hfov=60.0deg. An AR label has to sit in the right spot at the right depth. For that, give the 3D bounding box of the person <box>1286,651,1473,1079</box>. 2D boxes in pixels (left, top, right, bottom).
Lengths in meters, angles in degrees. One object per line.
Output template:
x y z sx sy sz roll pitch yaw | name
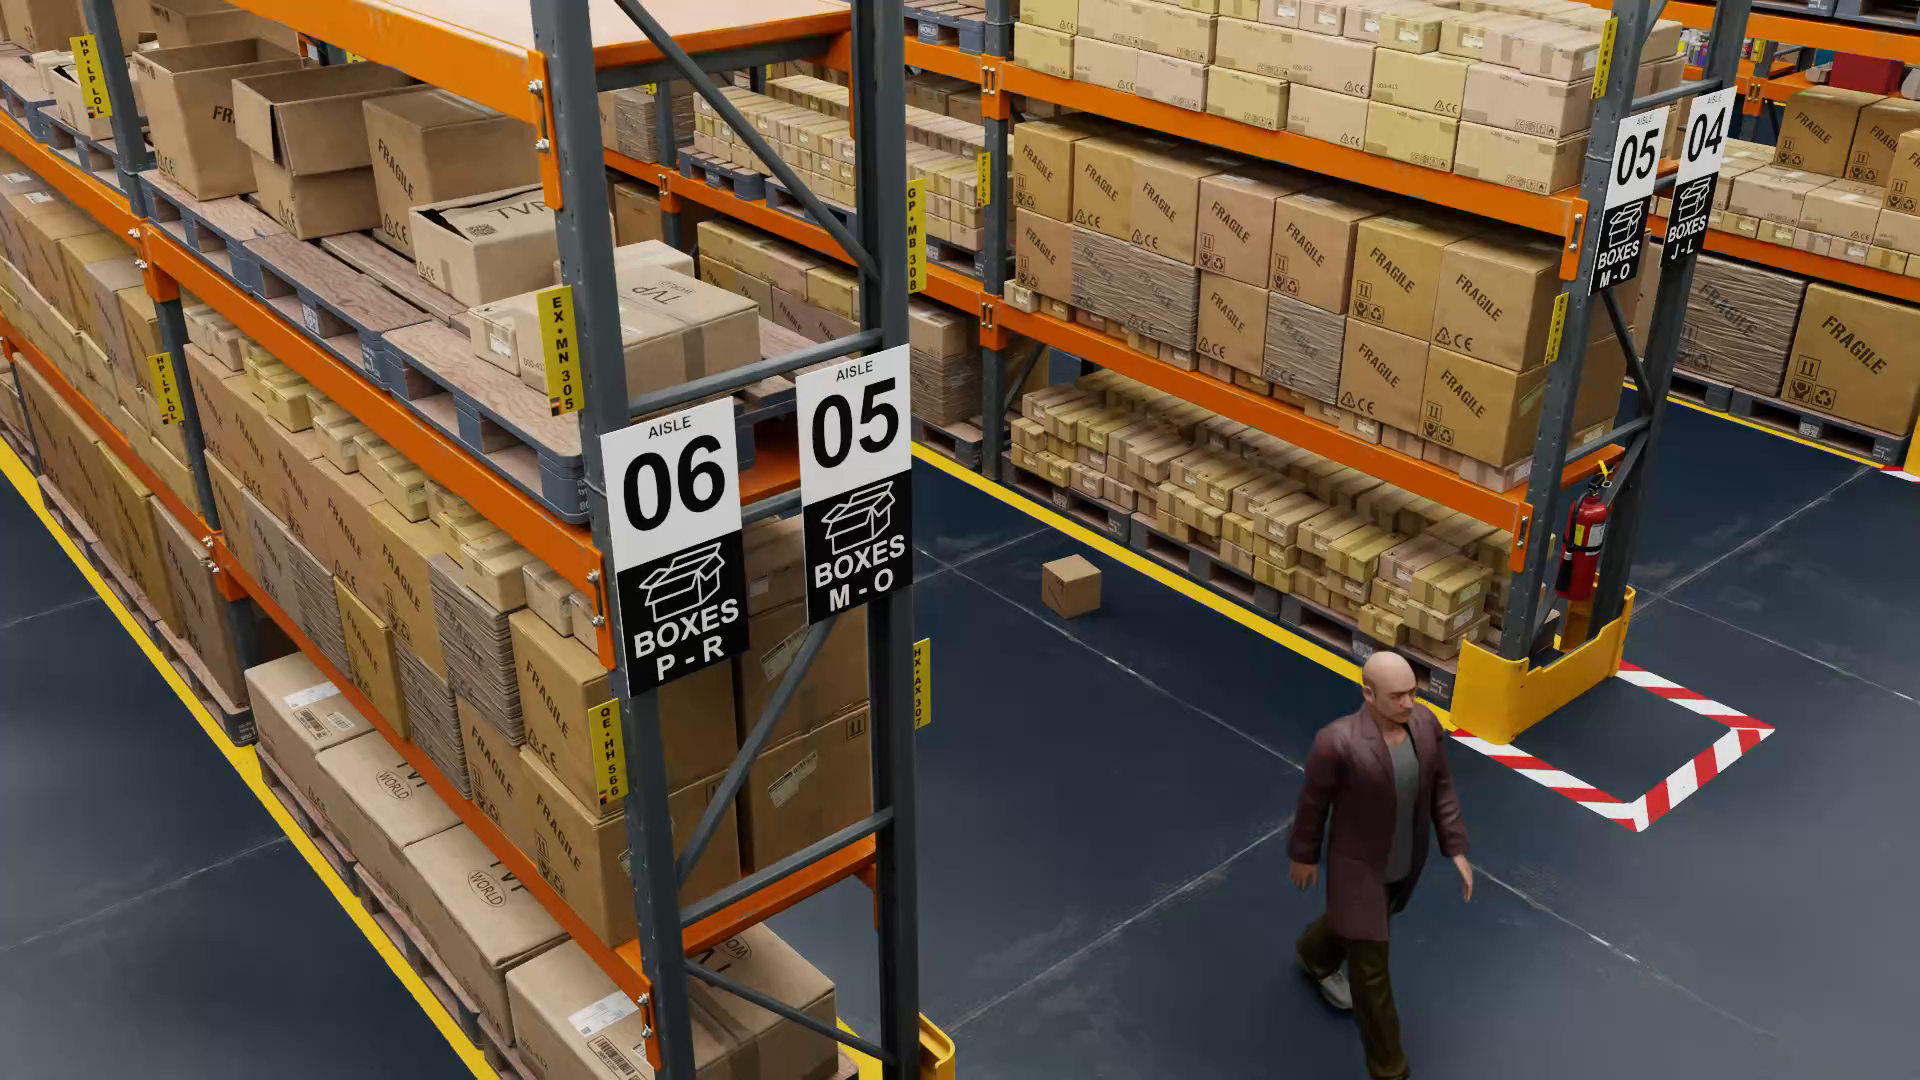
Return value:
1.635 1.244 6.251 0.602 1.730 1.056 -13 30 -23 | person
